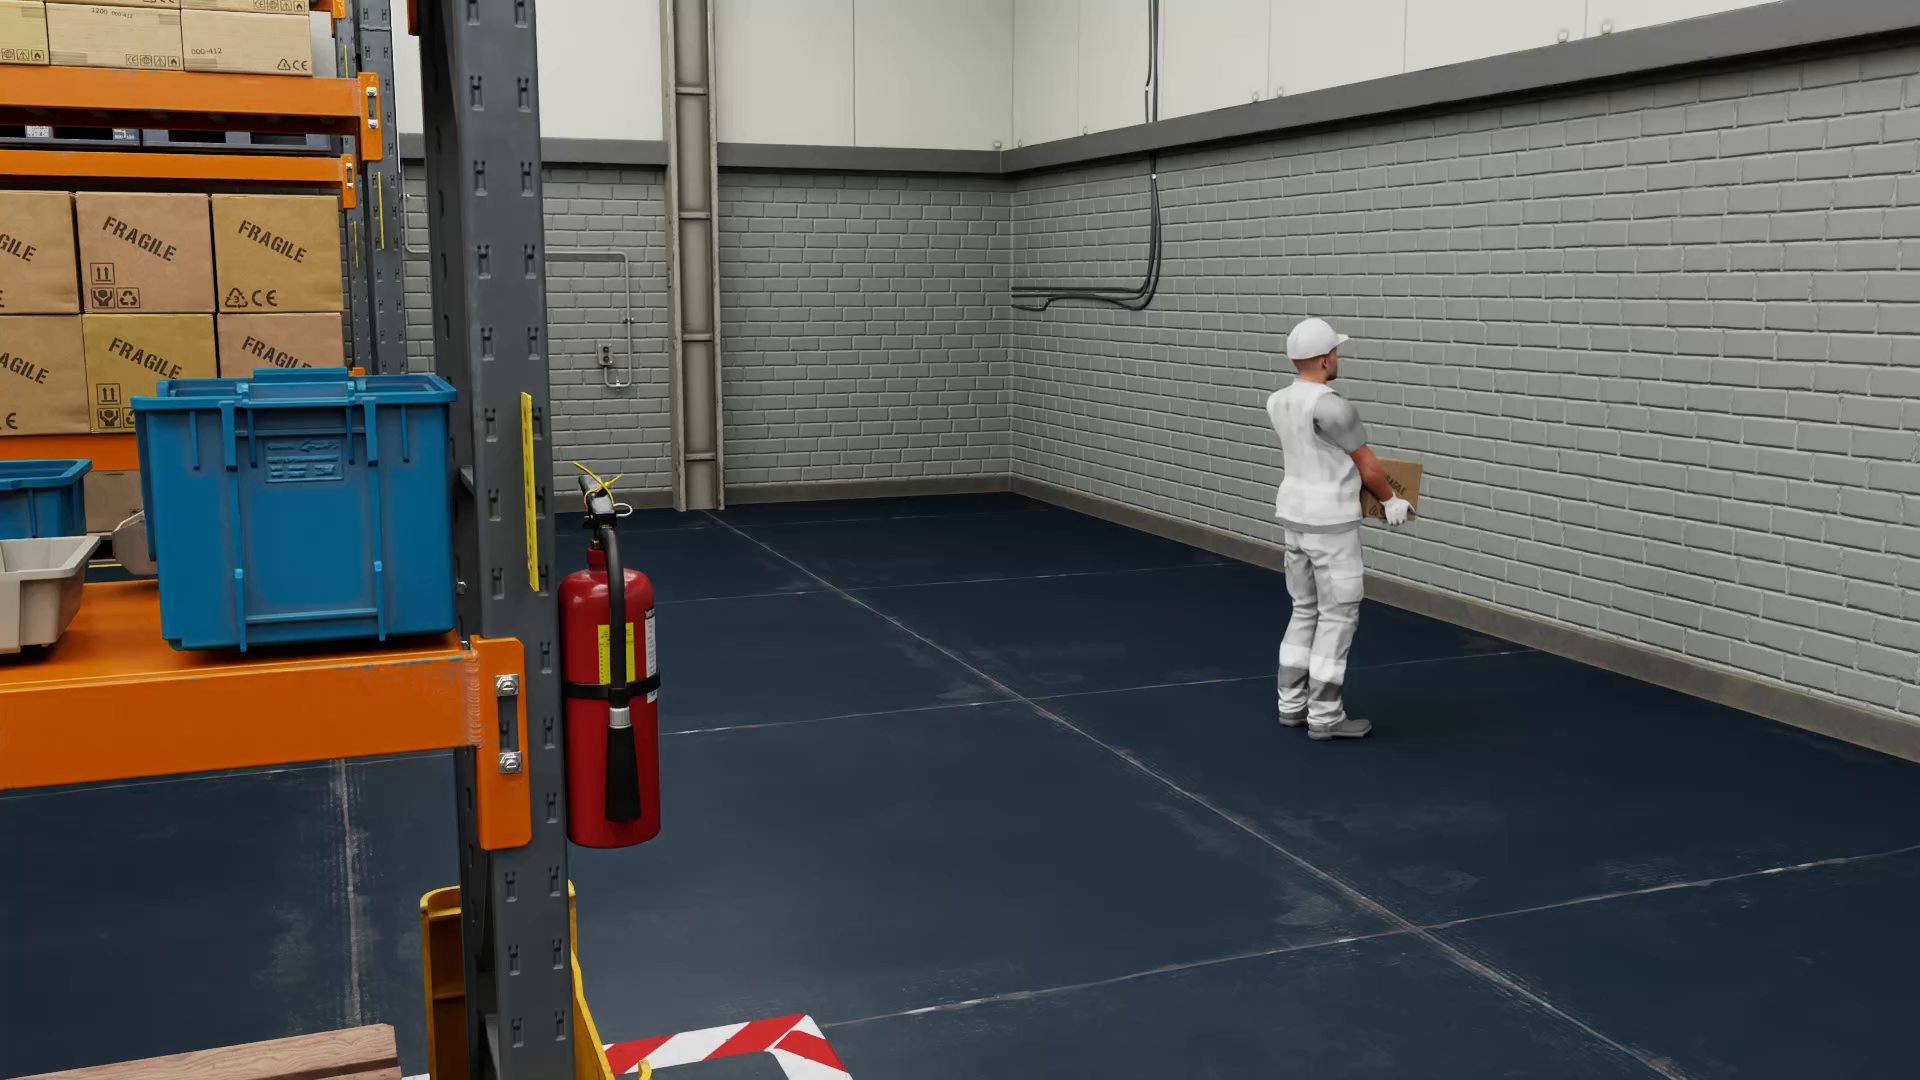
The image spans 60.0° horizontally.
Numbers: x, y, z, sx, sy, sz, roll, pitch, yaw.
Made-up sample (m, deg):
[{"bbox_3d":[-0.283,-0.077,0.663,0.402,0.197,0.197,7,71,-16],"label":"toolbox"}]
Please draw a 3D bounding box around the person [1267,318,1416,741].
[{"bbox_3d":[1.637,-0.060,7.178,0.558,1.783,0.494,-3,9,-20],"label":"person"}]
